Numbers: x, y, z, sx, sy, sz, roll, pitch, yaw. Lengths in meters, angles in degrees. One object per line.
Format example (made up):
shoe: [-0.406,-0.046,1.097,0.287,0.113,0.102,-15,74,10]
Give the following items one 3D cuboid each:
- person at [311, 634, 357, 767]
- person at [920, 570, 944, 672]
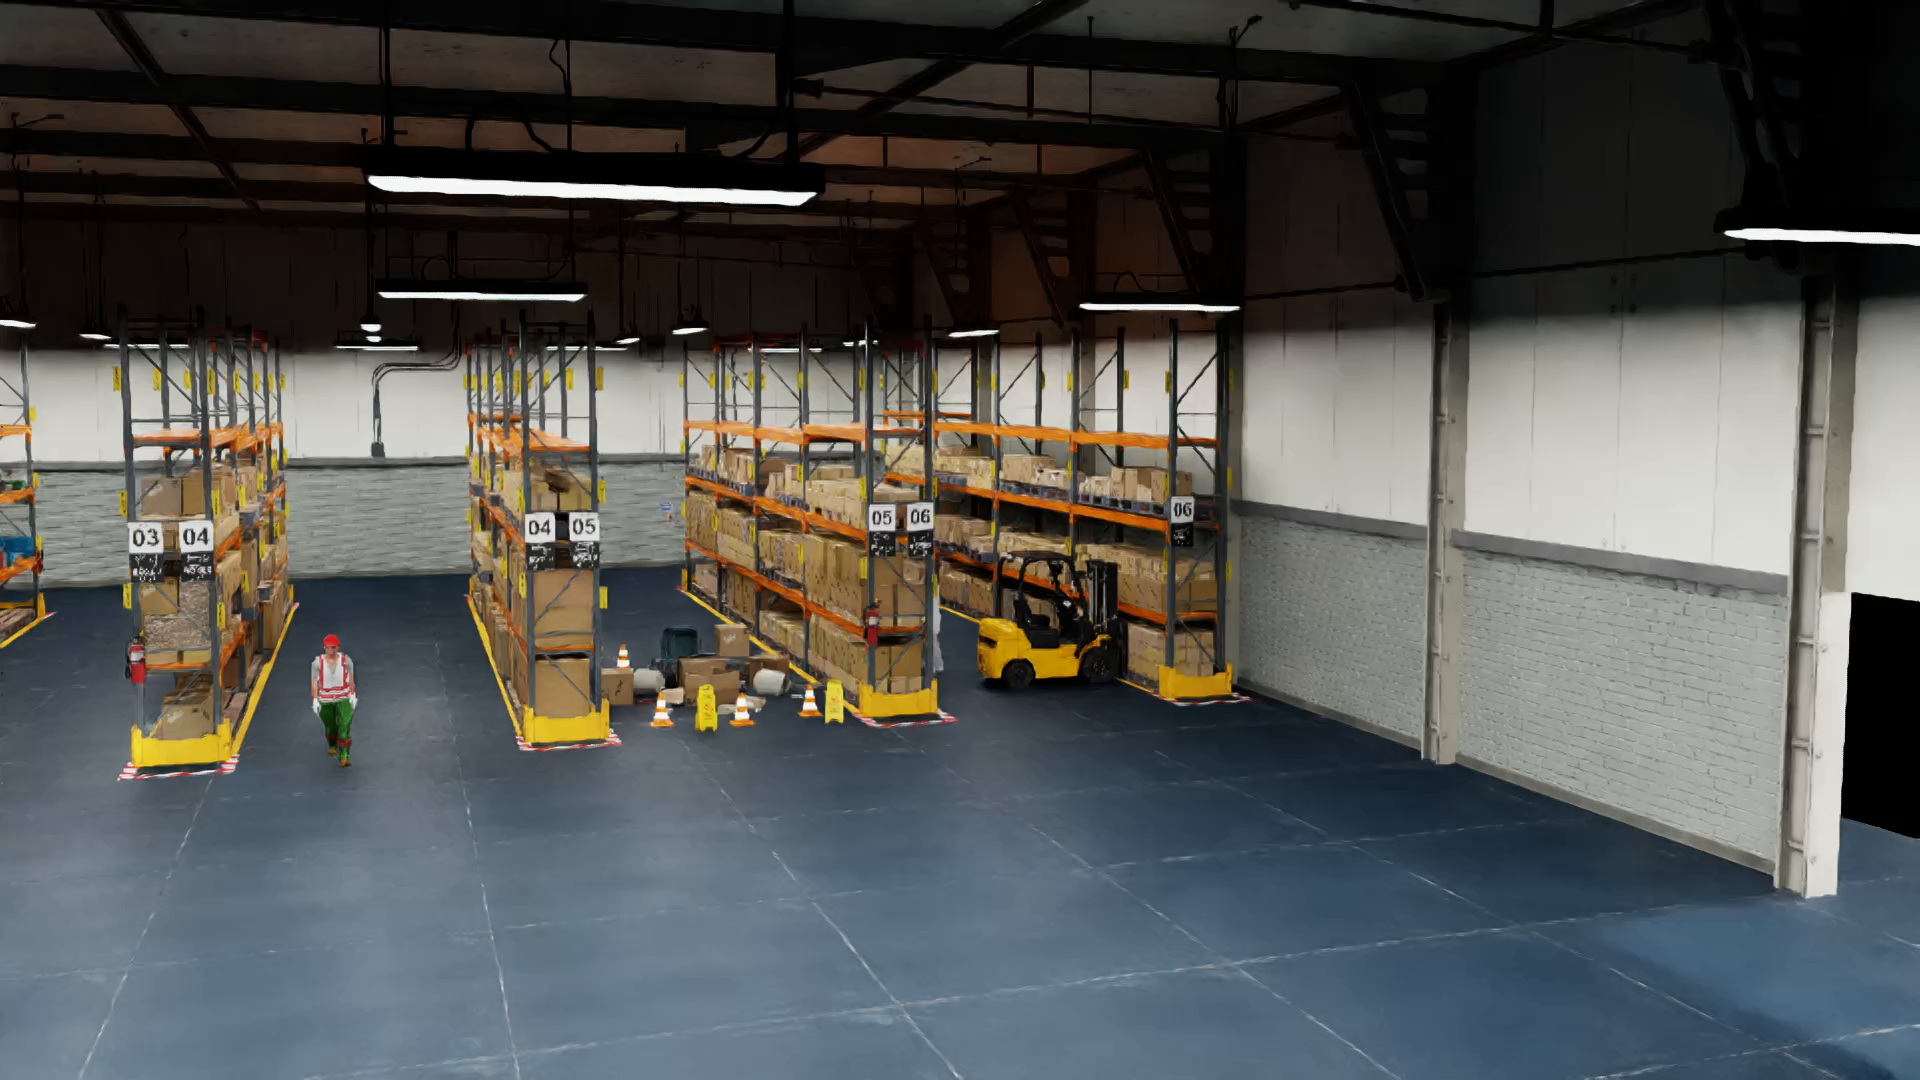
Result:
person: [-8.205,2.074,21.776,0.553,1.709,1.123,-2,6,-17]
person: [-0.566,1.463,28.788,0.636,1.590,0.677,1,6,13]
